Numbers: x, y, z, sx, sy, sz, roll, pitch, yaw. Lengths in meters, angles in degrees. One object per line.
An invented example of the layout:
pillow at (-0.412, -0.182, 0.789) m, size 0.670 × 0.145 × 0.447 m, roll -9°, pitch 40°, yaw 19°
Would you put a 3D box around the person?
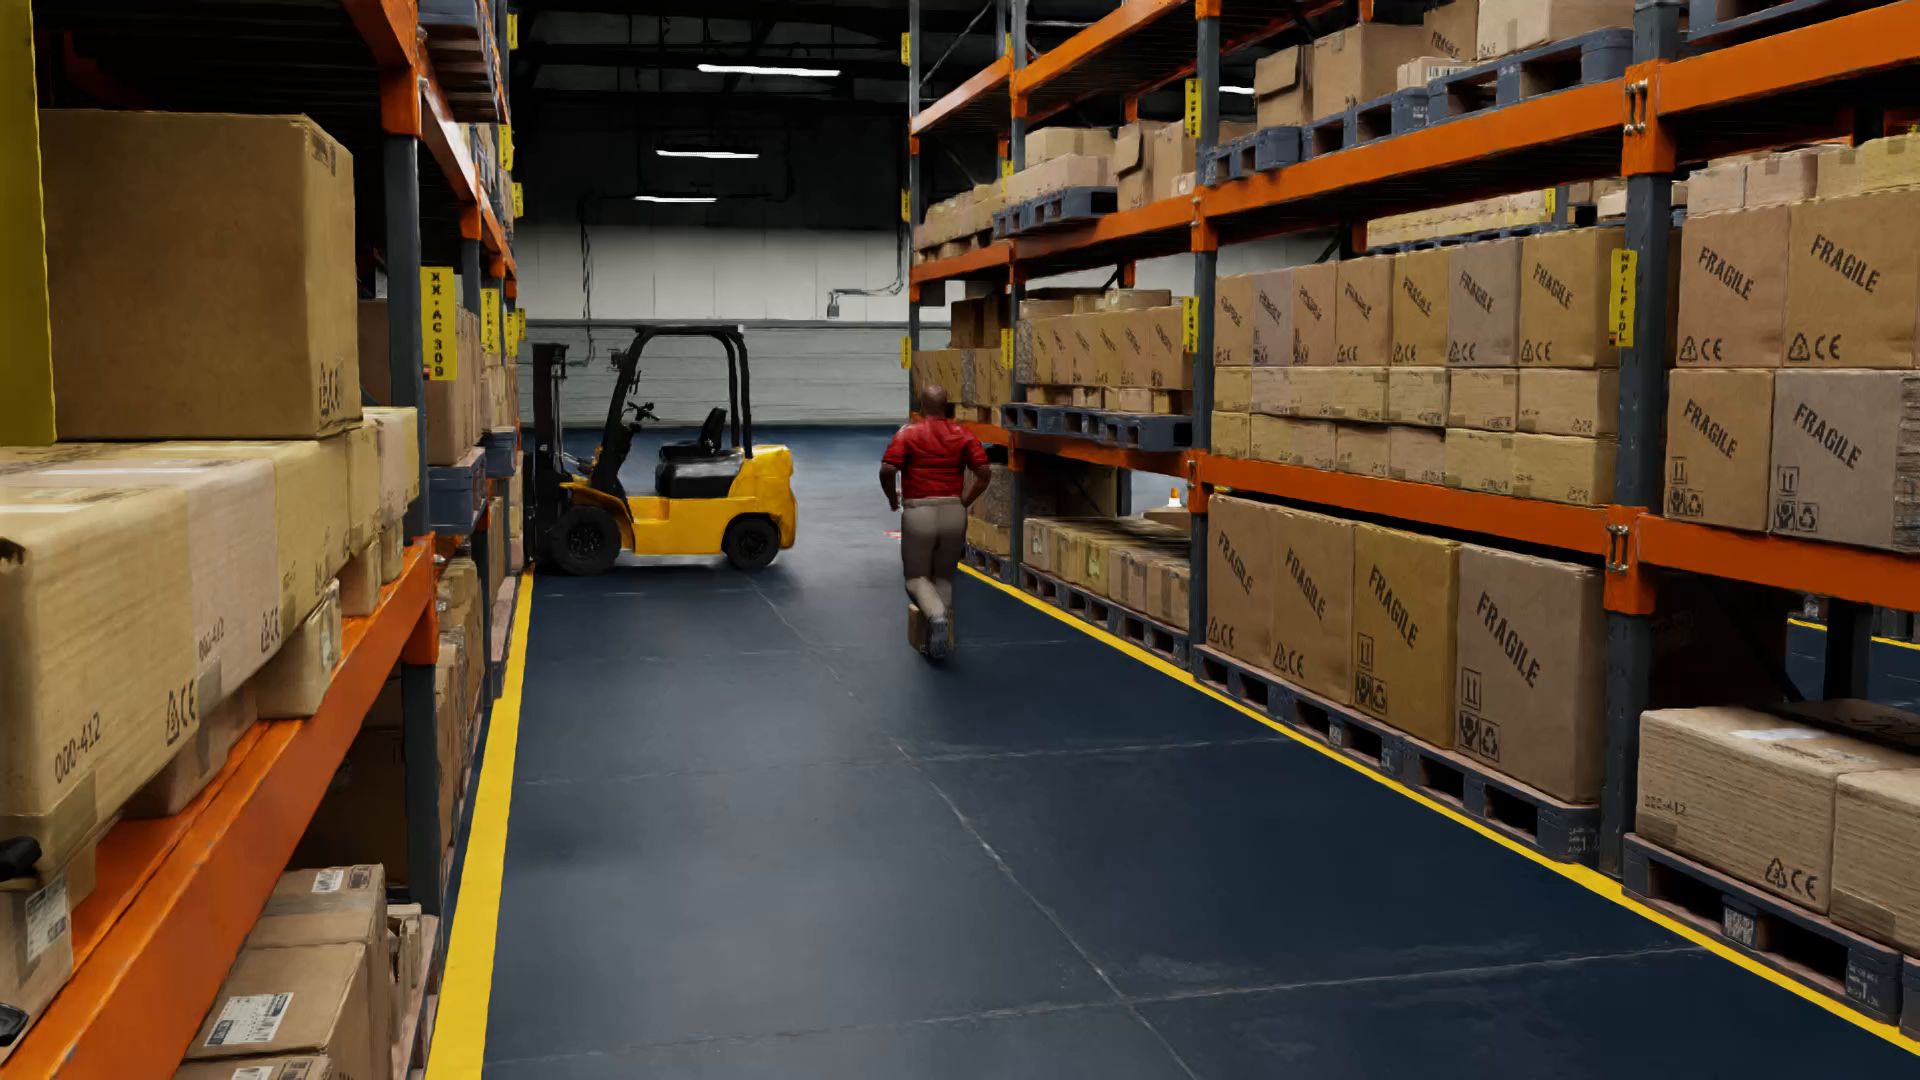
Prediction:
person at (-0.166, -0.101, 10.098) m, size 0.678 × 1.693 × 0.660 m, roll -1°, pitch 6°, yaw -11°
